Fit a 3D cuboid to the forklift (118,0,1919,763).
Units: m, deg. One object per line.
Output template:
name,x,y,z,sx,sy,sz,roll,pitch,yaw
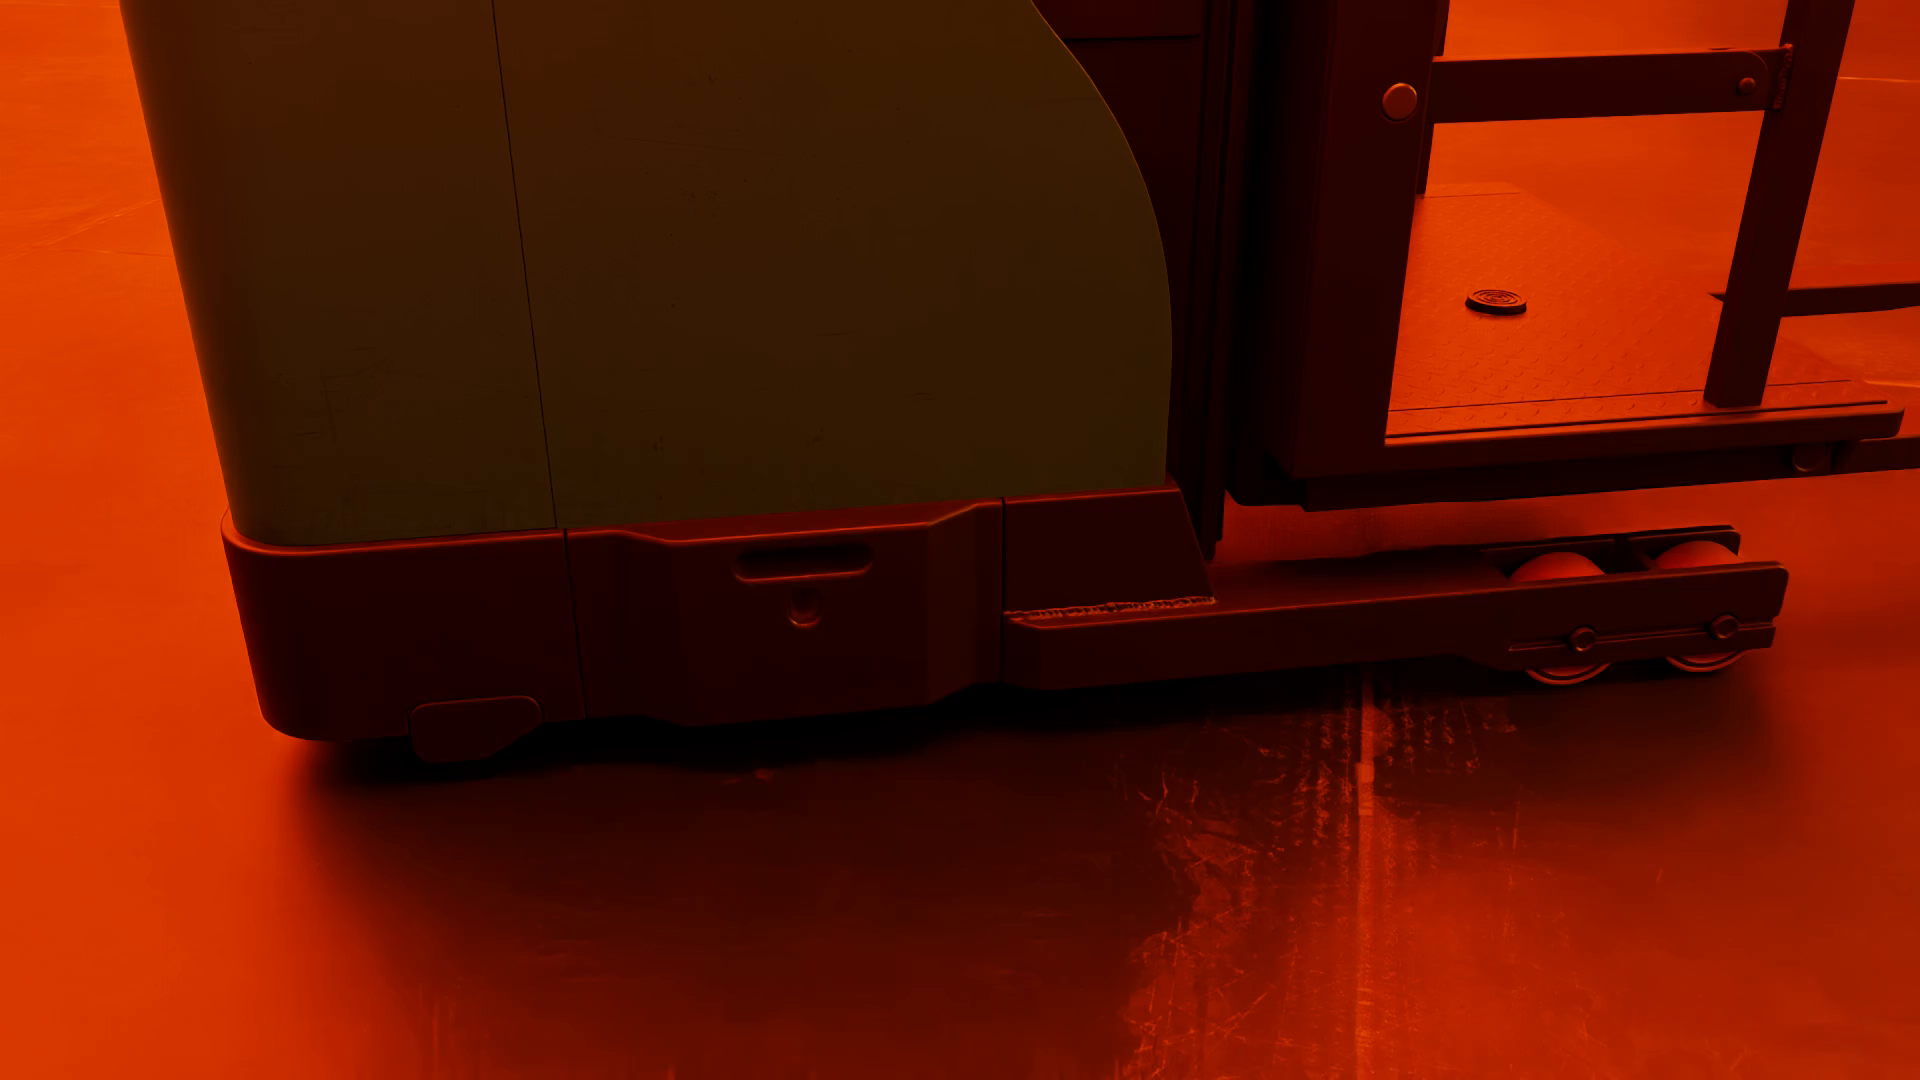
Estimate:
forklift,0.600,-1.354,1.930,3.031,2.935,1.130,-4,27,-9
